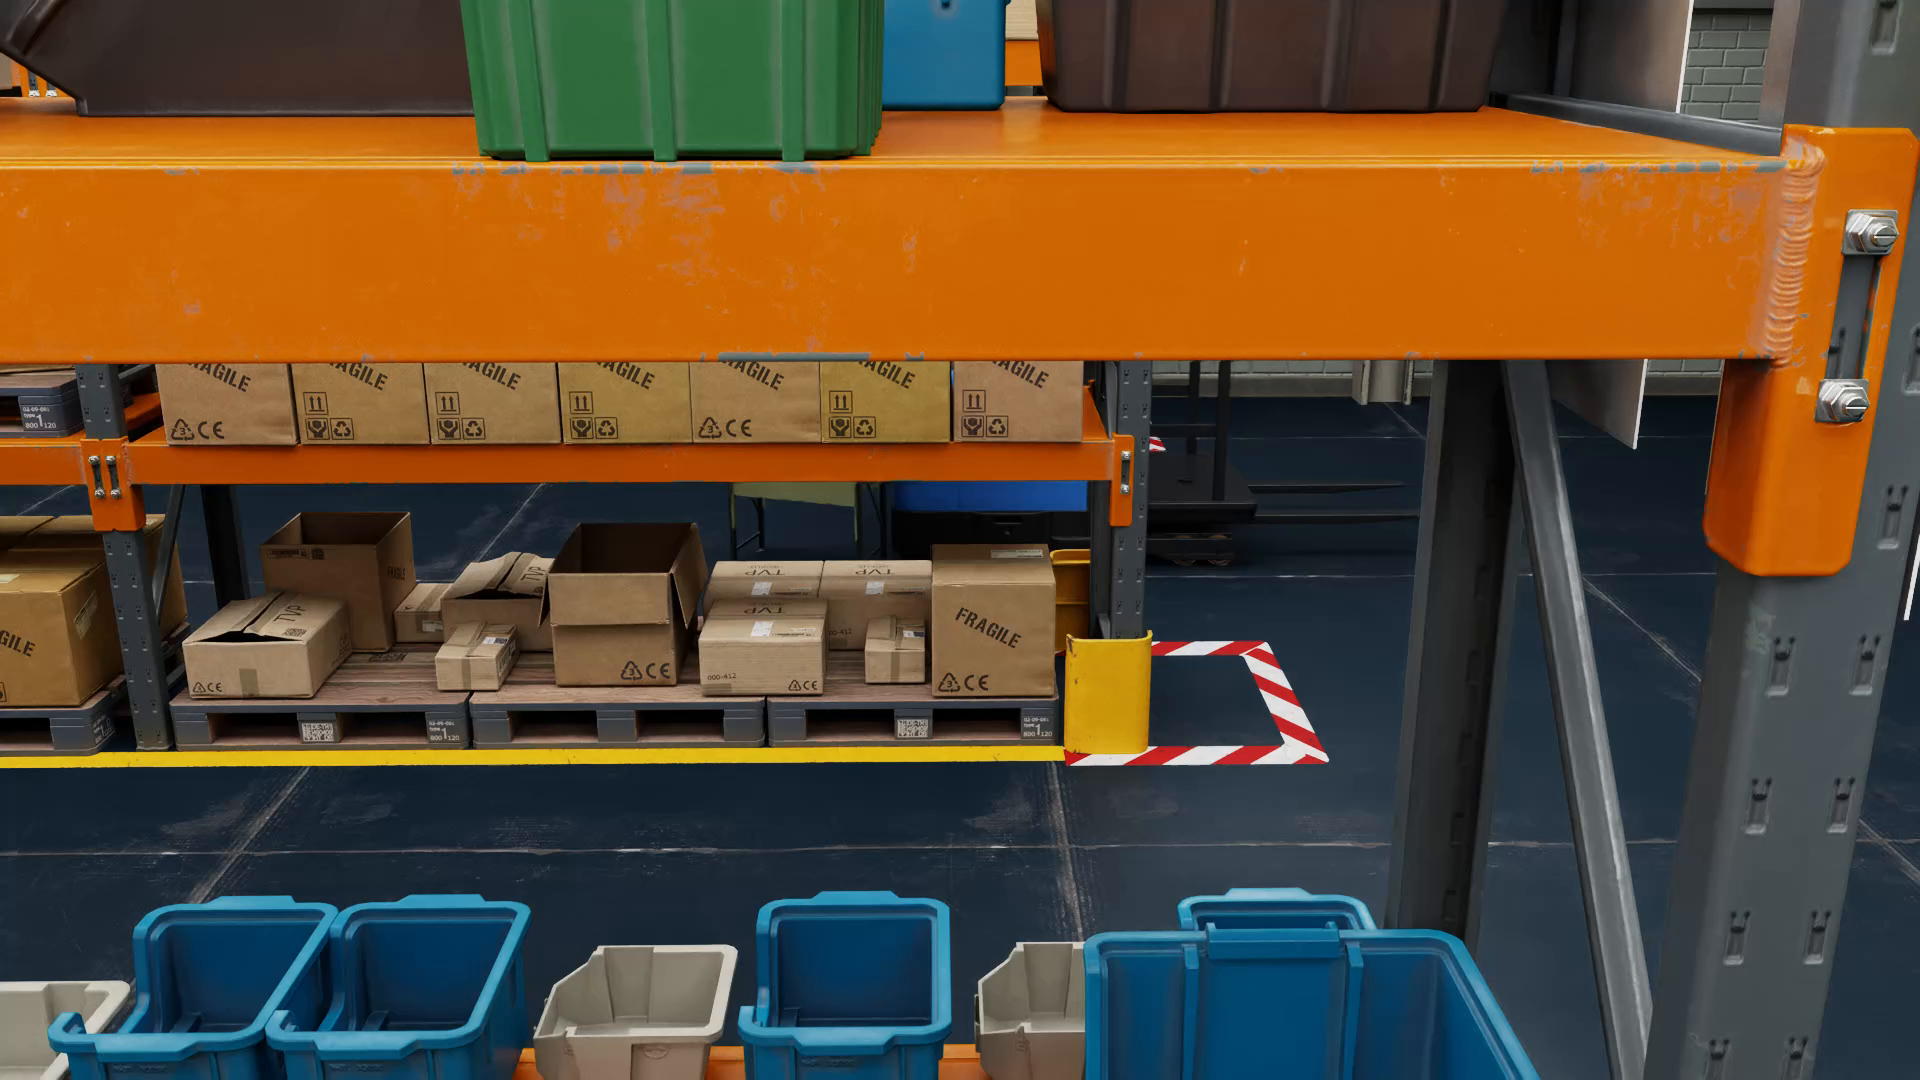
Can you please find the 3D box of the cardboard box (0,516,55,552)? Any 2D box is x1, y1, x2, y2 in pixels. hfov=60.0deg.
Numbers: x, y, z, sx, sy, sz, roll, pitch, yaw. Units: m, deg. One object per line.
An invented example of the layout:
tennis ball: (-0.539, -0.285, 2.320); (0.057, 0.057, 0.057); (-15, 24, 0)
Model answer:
cardboard box: (-4.348, 0.205, 7.371); (0.500, 0.500, 0.500); (0, 18, 0)

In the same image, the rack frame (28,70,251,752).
rack frame: (-3.327, -0.710, 6.850); (0.127, 3.000, 1.000); (0, 18, -1)

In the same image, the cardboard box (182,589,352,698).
cardboard box: (-2.904, 0.425, 6.994); (0.500, 0.311, 0.500); (0, 18, -1)

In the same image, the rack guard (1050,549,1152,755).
rack guard: (0.596, 0.461, 7.291); (0.348, 0.500, 1.175); (0, 18, -1)

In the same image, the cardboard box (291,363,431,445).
cardboard box: (-2.302, -0.680, 6.594); (0.500, 0.500, 0.500); (0, 18, 0)

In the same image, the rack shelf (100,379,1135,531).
rack shelf: (-1.328, -0.377, 6.990); (4.000, 0.370, 1.077); (0, 18, -1)

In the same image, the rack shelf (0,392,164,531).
rack shelf: (-5.327, -0.358, 6.930); (4.000, 0.370, 1.077); (0, 18, -1)

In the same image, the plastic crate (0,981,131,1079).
plastic crate: (-1.517, 0.800, 2.478); (0.466, 0.136, 0.293); (0, 18, -1)

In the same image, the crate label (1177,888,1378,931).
crate label: (0.494, 0.735, 2.520); (0.303, 0.233, 0.416); (0, 18, -1)

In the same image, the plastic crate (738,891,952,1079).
plastic crate: (-0.164, 0.739, 2.510); (0.300, 0.233, 0.416); (0, 18, -1)

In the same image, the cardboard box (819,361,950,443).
cardboard box: (-0.290, -0.688, 6.618); (0.500, 0.500, 0.500); (0, 18, 0)

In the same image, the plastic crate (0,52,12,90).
plastic crate: (-1.474, -0.672, 2.015); (0.530, 0.282, 0.437); (0, 18, -1)

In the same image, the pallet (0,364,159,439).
pallet: (-4.128, -0.648, 6.971); (1.213, 0.211, 1.003); (0, 18, -1)

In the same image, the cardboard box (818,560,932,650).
cardboard box: (-0.376, 0.289, 7.518); (0.500, 0.250, 0.500); (0, 18, -1)

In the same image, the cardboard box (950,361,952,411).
cardboard box: (-0.291, -0.851, 7.127); (0.500, 0.500, 0.500); (0, 18, -1)

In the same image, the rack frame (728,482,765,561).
rack frame: (-1.170, -0.607, 8.986); (0.023, 1.500, 0.400); (6, 19, 17)

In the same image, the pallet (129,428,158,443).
pallet: (-5.403, -0.862, 11.888); (1.213, 0.211, 1.003); (0, 18, -1)

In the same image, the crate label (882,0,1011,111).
crate label: (-0.181, -0.668, 2.053); (0.502, 0.251, 0.408); (0, 18, -1)

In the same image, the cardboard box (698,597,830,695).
cardboard box: (-0.818, 0.444, 7.035); (0.500, 0.250, 0.500); (0, 18, -1)

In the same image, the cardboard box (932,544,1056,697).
cardboard box: (0.132, 0.329, 6.982); (0.500, 0.500, 0.500); (0, 18, -1)

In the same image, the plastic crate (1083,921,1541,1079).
plastic crate: (0.415, 0.797, 1.997); (0.499, 0.435, 0.616); (0, 18, -1)

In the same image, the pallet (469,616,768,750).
pallet: (-1.418, 0.608, 7.307); (1.213, 0.211, 1.003); (0, 18, -1)

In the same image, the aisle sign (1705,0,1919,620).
aisle sign: (0.823, -0.365, 1.519); (0.004, 0.787, 0.394); (0, 18, -1)

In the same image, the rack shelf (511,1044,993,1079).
rack shelf: (-1.253, 1.136, 2.274); (4.000, 0.370, 1.077); (0, 18, -1)

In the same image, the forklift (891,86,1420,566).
forklift: (1.132, -1.417, 9.167); (3.031, 2.935, 1.130); (0, 18, -1)

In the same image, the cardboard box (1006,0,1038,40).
cardboard box: (0.163, -2.003, 6.216); (0.500, 0.250, 0.500); (0, 18, -1)

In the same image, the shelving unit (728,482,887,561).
shelving unit: (-0.822, -0.573, 8.880); (0.755, 1.500, 0.431); (6, 19, 17)

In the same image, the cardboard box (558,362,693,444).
cardboard box: (-1.293, -0.685, 6.608); (0.500, 0.500, 0.500); (-1, 18, -2)

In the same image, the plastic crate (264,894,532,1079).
plastic crate: (-0.822, 0.742, 2.501); (0.300, 0.233, 0.416); (0, 18, -1)

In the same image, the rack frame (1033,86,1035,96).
rack frame: (0.590, -2.242, 11.627); (0.127, 3.000, 1.000); (0, 18, -1)

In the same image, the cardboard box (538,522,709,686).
cardboard box: (-1.449, 0.259, 7.197); (0.637, 0.503, 0.797); (0, 18, -1)

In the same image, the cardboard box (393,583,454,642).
cardboard box: (-2.388, 0.328, 7.560); (0.250, 0.149, 0.380); (0, 18, -1)
